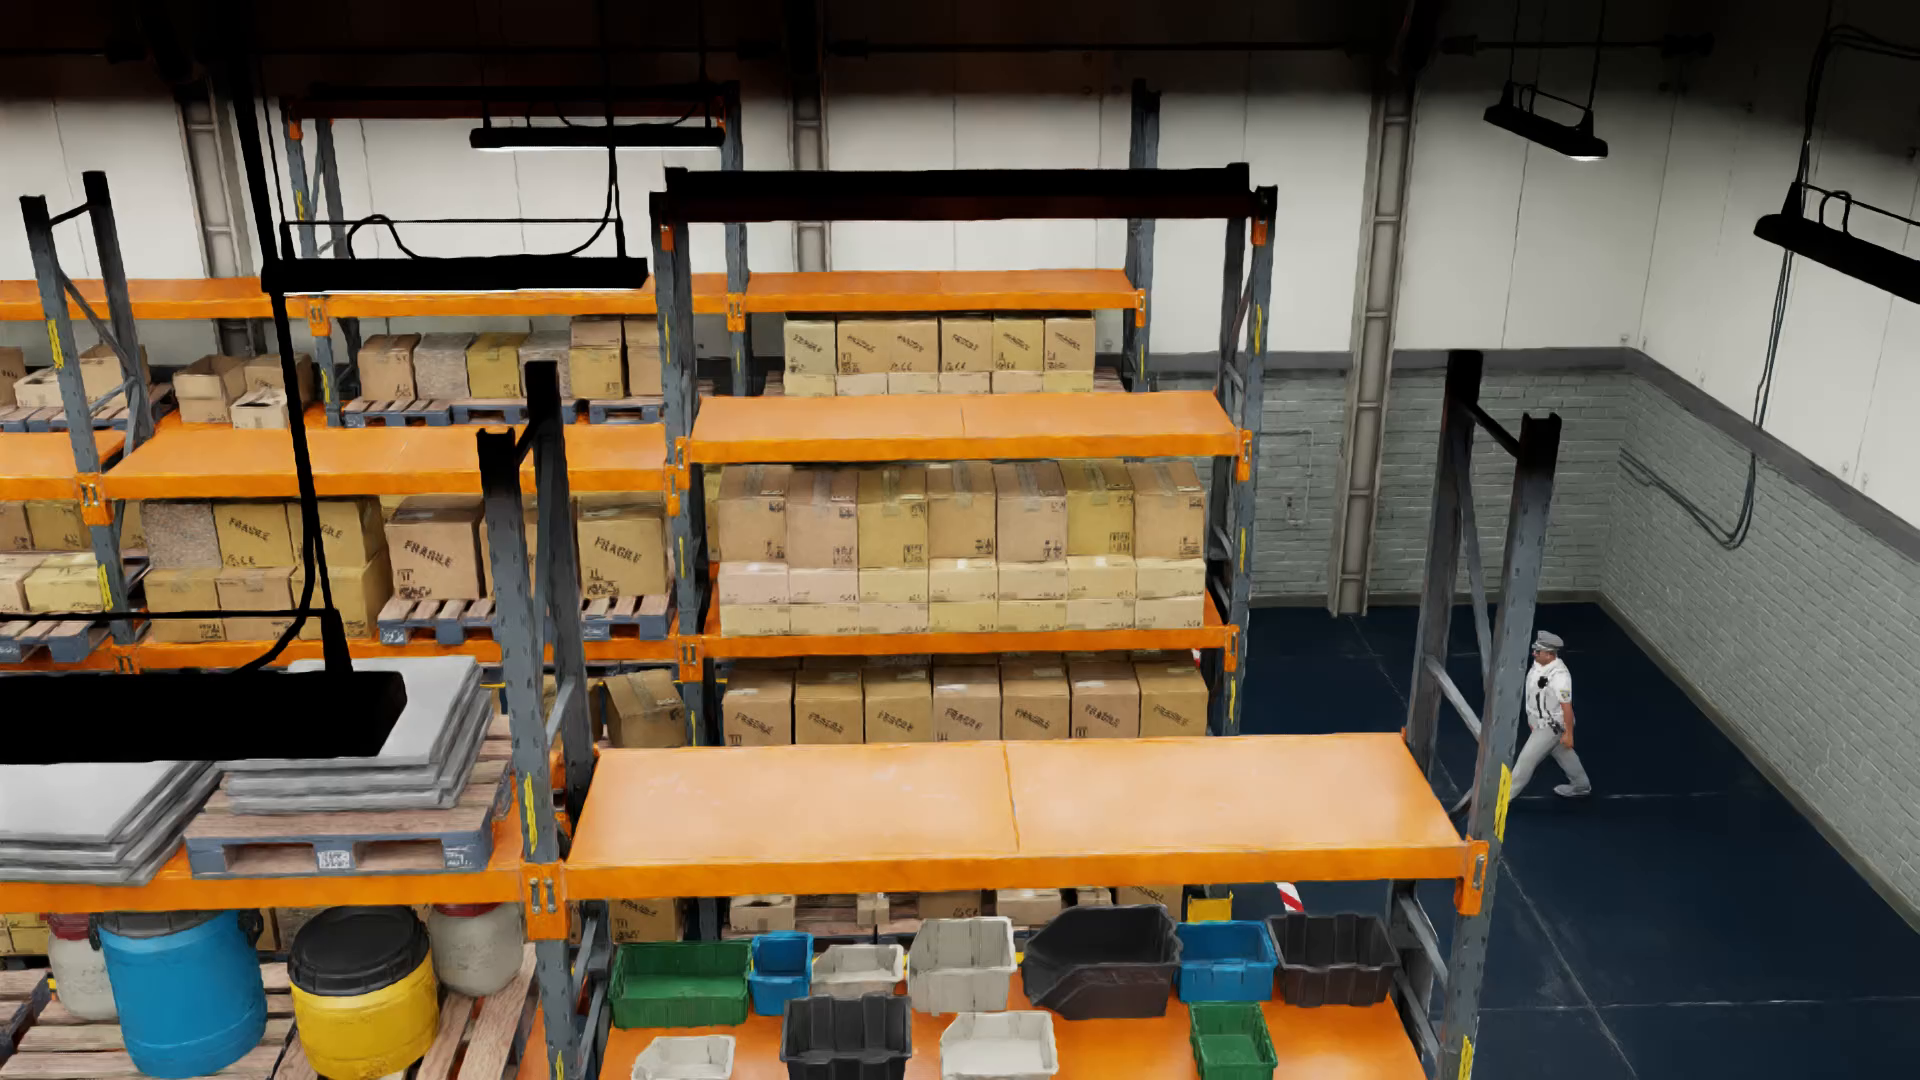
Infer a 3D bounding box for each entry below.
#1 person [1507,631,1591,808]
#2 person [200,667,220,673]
[{"bbox_3d":[5.240,1.598,14.944,1.126,1.675,0.542,0,22,0],"label":"person"},{"bbox_3d":[-7.104,1.393,15.642,0.955,1.533,0.412,-4,22,-10],"label":"person"}]
